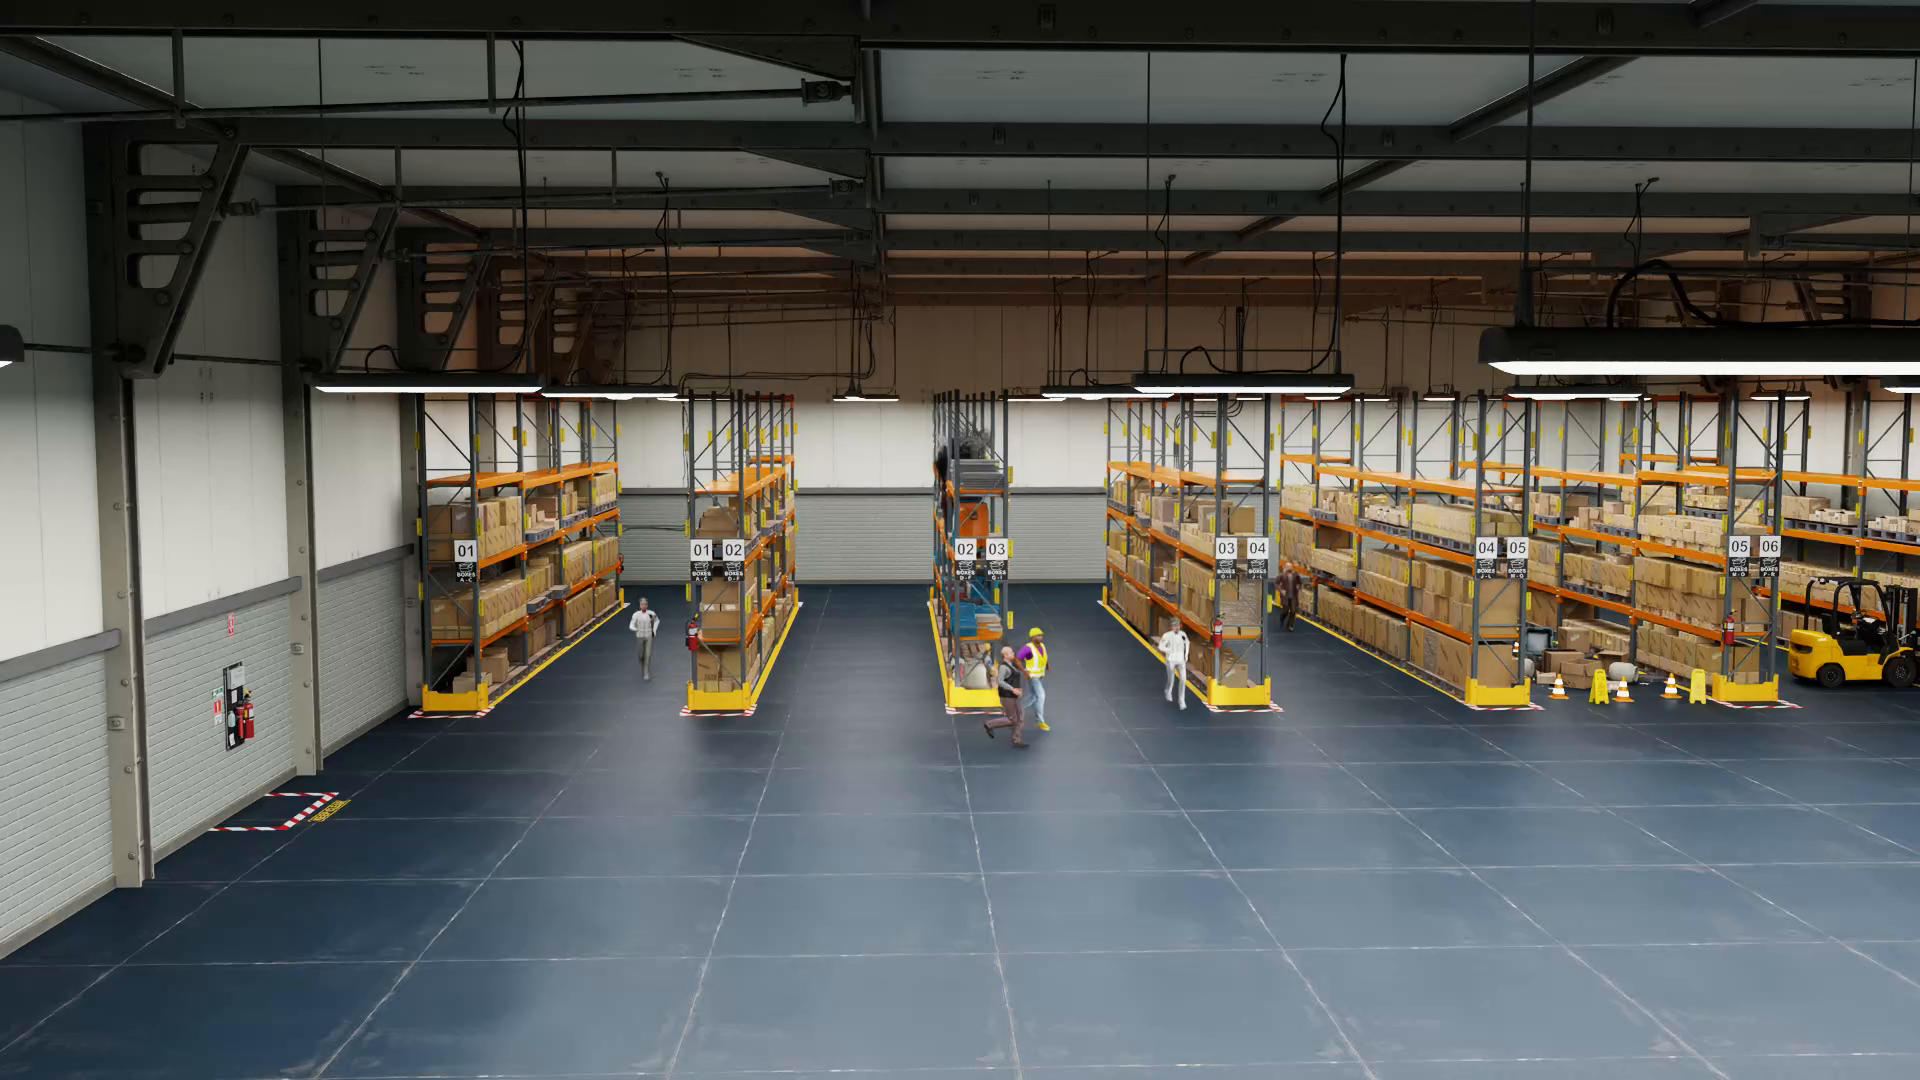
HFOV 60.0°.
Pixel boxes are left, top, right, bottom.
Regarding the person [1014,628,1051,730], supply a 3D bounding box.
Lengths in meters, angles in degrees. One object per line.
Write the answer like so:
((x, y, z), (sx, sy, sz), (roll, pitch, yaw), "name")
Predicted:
((1.293, 2.434, 29.515), (0.877, 1.778, 0.715), (3, 6, 35), "person")

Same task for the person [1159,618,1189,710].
((4.077, 2.315, 31.578), (0.644, 1.716, 0.897), (-1, 5, -7), "person")

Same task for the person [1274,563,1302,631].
((8.310, 1.431, 42.028), (0.710, 1.723, 0.667), (0, 5, -5), "person")

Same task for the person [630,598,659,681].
((-6.589, 2.041, 34.755), (0.616, 1.692, 0.901), (-1, 5, -12), "person")

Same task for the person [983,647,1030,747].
((0.794, 2.622, 27.754), (0.778, 1.692, 0.661), (1, 5, 16), "person")
